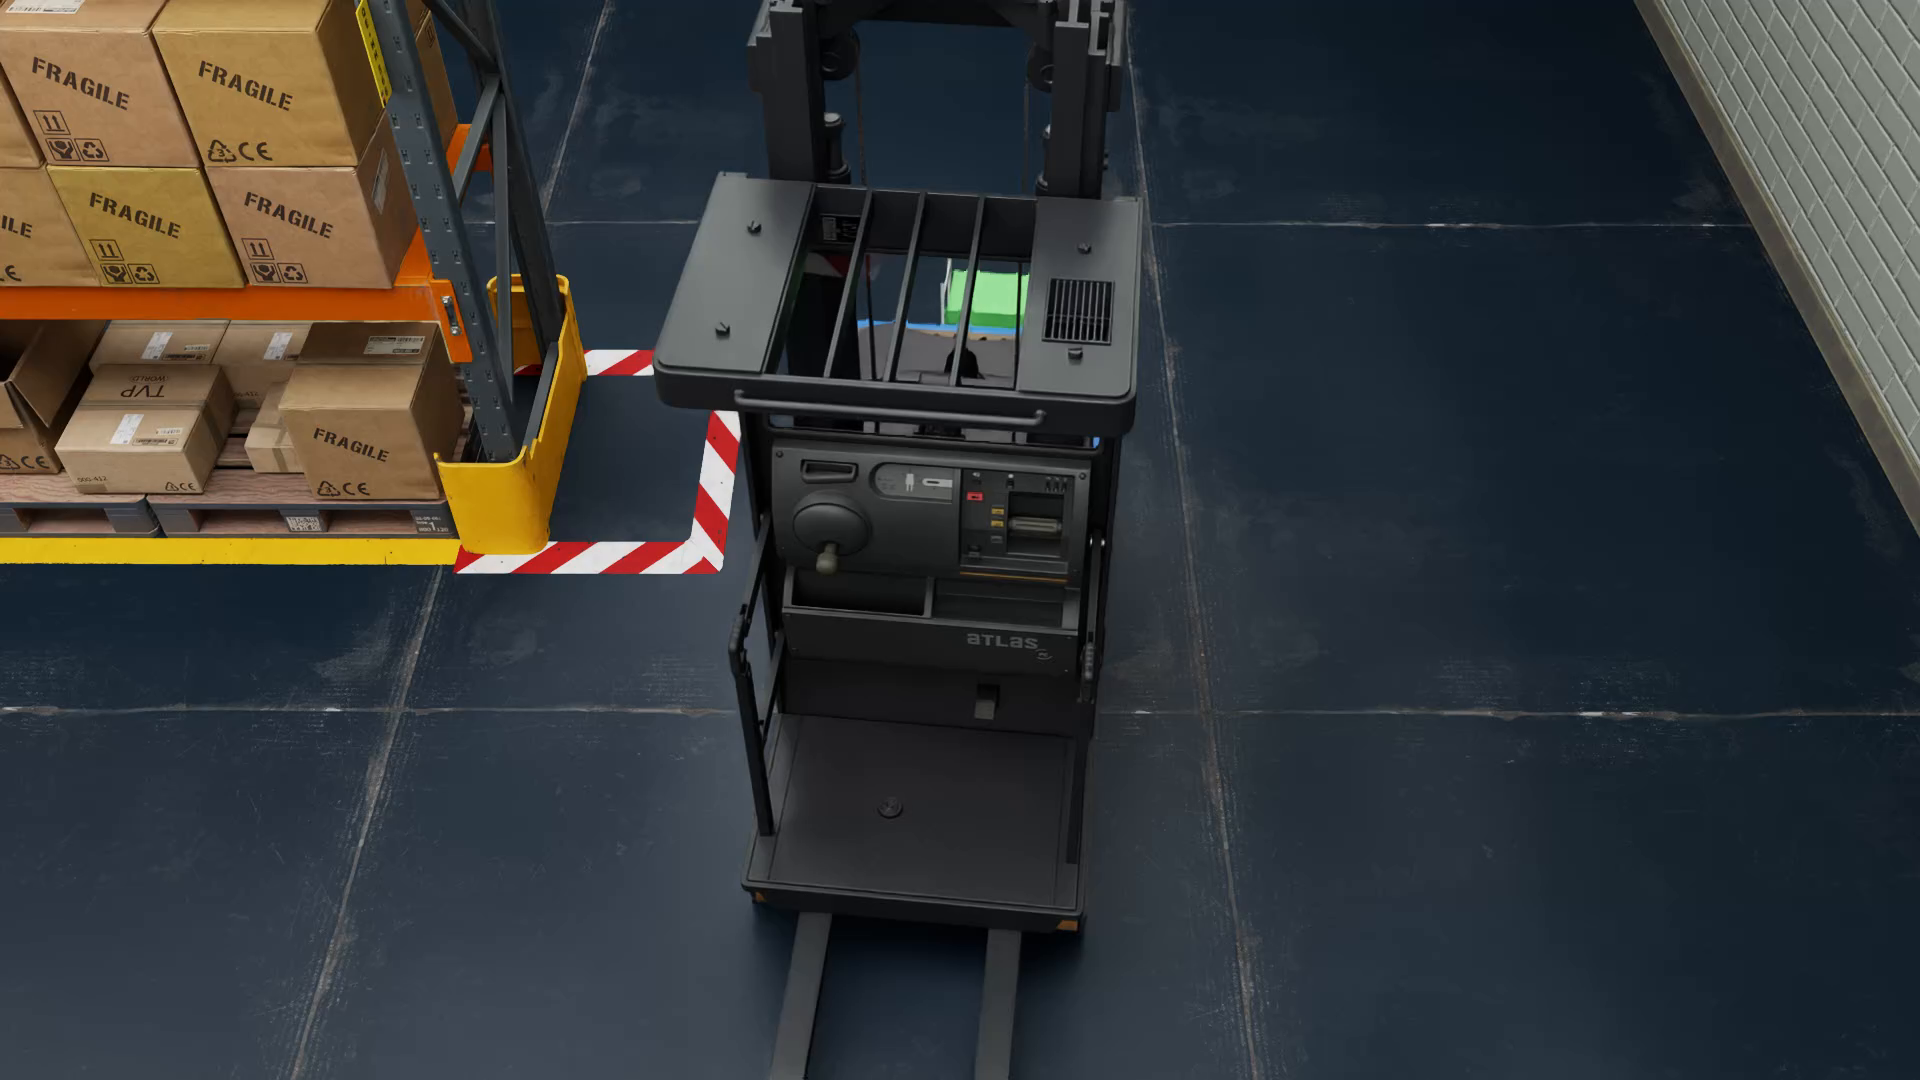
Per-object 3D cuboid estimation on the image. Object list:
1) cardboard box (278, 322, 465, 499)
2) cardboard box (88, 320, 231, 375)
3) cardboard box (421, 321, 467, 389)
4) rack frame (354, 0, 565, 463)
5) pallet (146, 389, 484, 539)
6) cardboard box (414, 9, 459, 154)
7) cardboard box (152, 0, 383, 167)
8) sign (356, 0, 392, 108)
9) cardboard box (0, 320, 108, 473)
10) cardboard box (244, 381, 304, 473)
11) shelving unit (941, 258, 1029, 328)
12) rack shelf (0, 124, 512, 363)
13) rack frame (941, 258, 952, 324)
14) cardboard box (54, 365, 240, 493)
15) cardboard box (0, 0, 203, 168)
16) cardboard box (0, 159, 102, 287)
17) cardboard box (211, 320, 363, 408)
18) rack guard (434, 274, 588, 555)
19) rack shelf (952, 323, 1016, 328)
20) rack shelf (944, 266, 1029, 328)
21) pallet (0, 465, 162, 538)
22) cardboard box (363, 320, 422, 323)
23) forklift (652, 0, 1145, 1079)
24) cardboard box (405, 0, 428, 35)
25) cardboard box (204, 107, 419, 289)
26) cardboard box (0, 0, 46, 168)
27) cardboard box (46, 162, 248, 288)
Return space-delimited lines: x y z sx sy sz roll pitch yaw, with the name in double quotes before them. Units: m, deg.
"cardboard box" -2.311 -0.511 6.583 0.500 0.500 0.500 0 47 0
"cardboard box" -3.309 -0.816 7.039 0.500 0.250 0.500 0 47 0
"cardboard box" -2.183 -0.823 7.114 0.250 0.149 0.380 0 47 0
"rack frame" -1.766 -1.391 5.996 0.127 3.000 1.000 0 47 0
"pallet" -2.639 -0.443 7.018 1.213 0.211 1.003 0 47 0
"cardboard box" -2.209 -1.620 6.140 0.500 0.500 0.500 1 47 1
"cardboard box" -2.212 -1.566 5.407 0.500 0.500 0.500 0 47 0
"sign" -1.788 -1.487 5.078 0.005 0.325 0.100 0 47 0
"cardboard box" -3.887 -0.700 6.758 0.637 0.503 0.797 0 47 0
"cardboard box" -2.715 -0.464 6.768 0.250 0.166 0.380 0 47 0
"shelving unit" 0.194 -0.584 6.474 0.503 1.200 0.258 4 47 4
"rack shelf" -3.766 -1.152 6.264 4.000 0.370 1.077 0 47 0
"rack frame" -0.048 -0.602 6.491 0.015 1.200 0.240 4 47 4
"cardboard box" -3.261 -0.450 6.698 0.500 0.250 0.500 0 47 0
"cardboard box" -2.717 -1.567 5.408 0.500 0.500 0.500 1 47 1
"cardboard box" -3.233 -1.232 5.779 0.500 0.500 0.500 0 47 0
"cardboard box" -2.809 -0.815 7.037 0.500 0.250 0.500 0 47 0
"rack guard" -1.842 -0.540 6.911 0.348 0.500 1.175 0 47 0
"rack shelf" 0.194 -0.704 6.345 0.480 0.148 0.258 4 47 4
"rack shelf" 0.194 -0.867 6.169 0.480 0.148 0.258 4 47 4
"pallet" -3.856 -0.448 7.023 1.213 0.211 1.003 0 47 0
"cardboard box" -2.433 -0.829 7.108 0.250 0.166 0.380 0 47 0
"forklift" -0.109 0.027 4.722 1.130 2.935 3.031 4 47 4
"cardboard box" -2.209 -1.960 5.774 0.500 0.500 0.500 1 47 1
"cardboard box" -2.215 -1.227 5.775 0.500 0.500 0.500 1 47 1
"cardboard box" -3.236 -1.565 5.406 0.500 0.500 0.500 1 47 1
"cardboard box" -2.734 -1.226 5.774 0.500 0.500 0.500 1 47 0
